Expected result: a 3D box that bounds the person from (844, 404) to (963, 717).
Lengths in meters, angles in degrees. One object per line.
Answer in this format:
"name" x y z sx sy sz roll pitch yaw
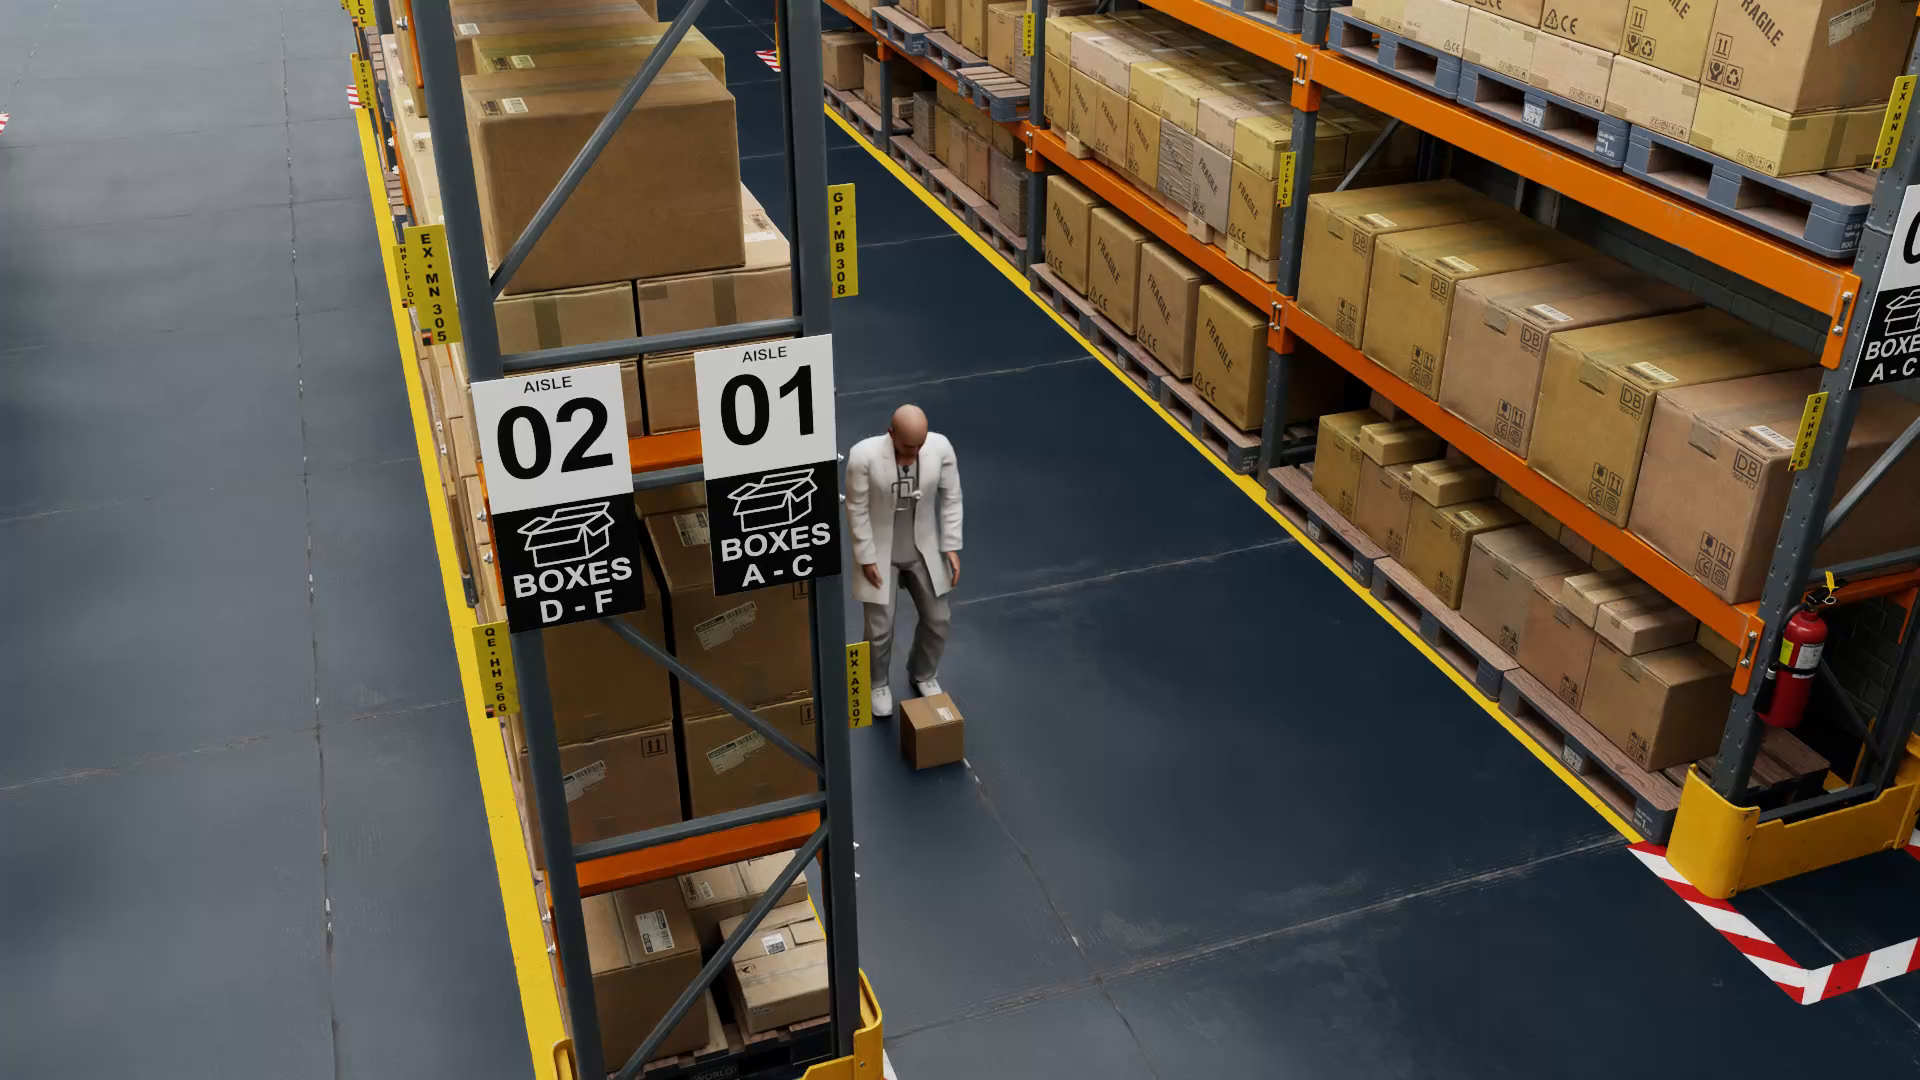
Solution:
"person" -0.271 0.074 8.311 0.595 1.715 0.442 -8 30 -14
